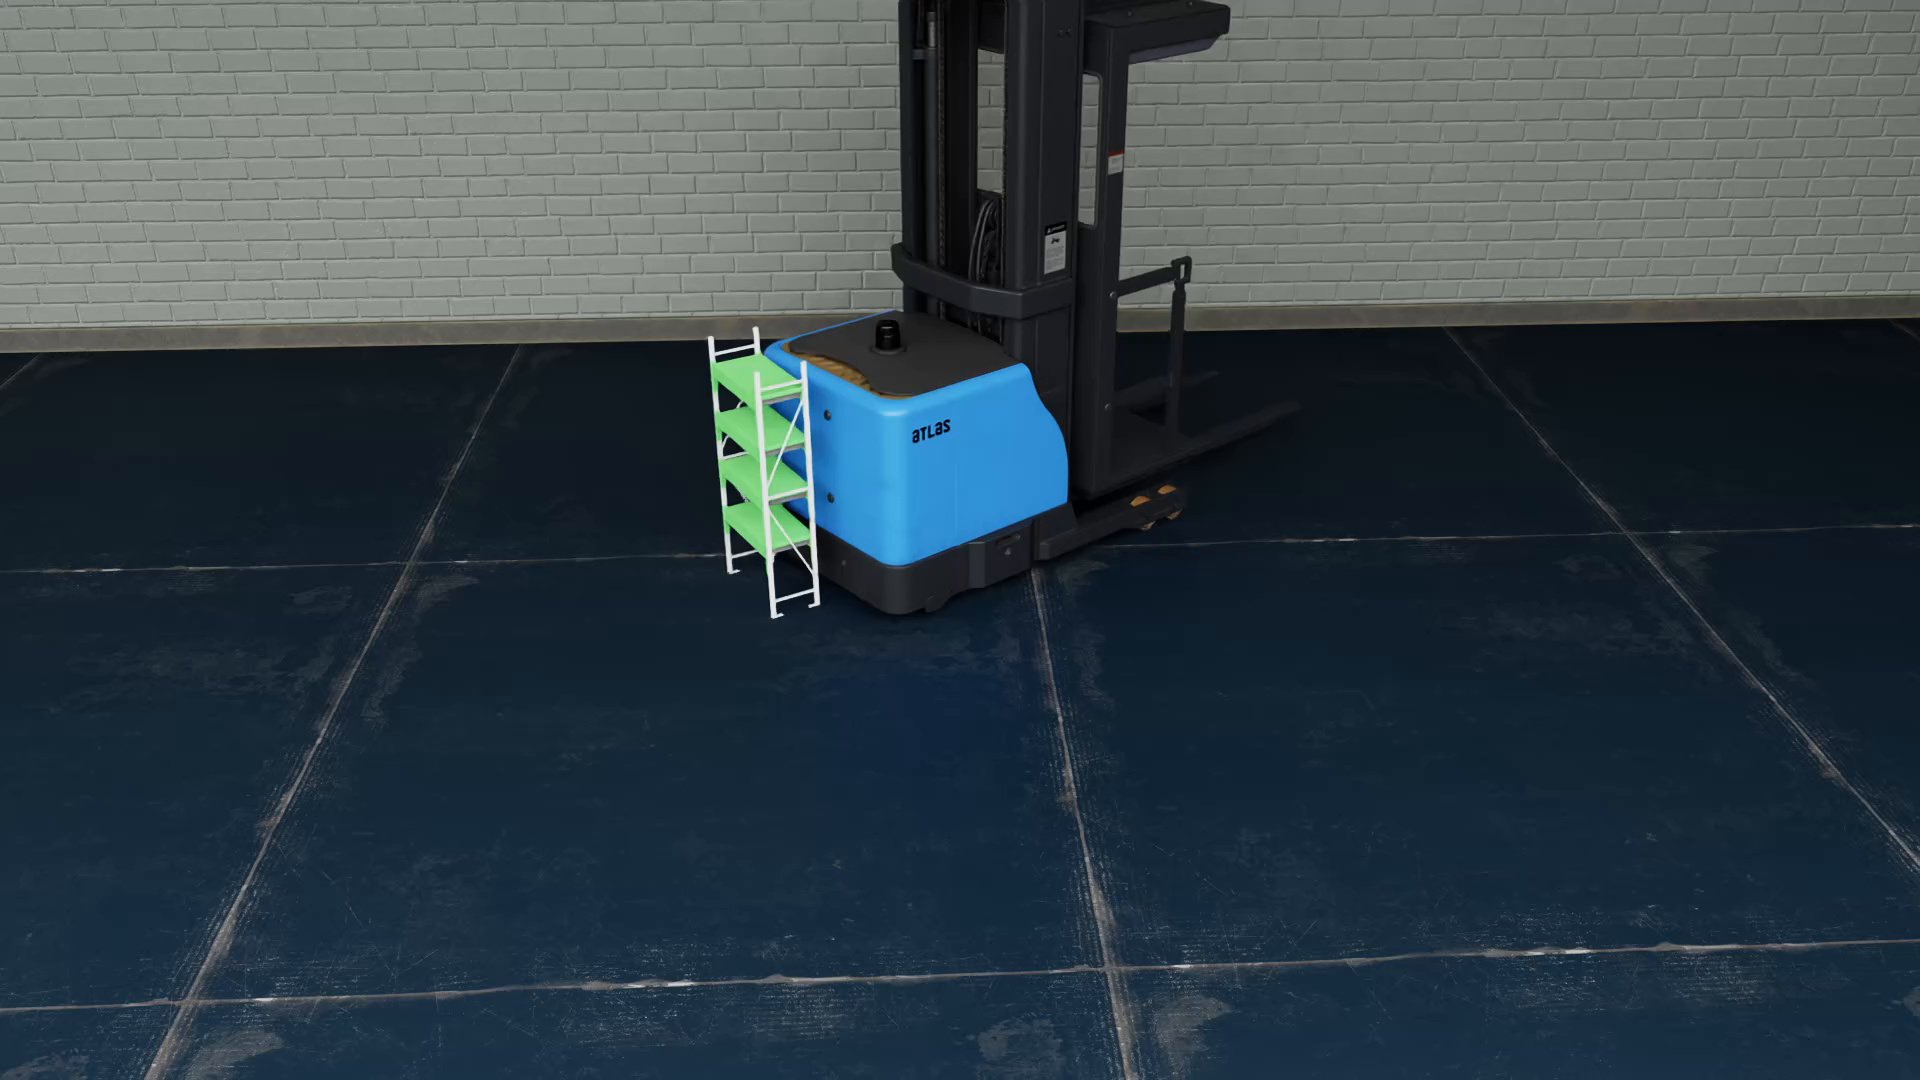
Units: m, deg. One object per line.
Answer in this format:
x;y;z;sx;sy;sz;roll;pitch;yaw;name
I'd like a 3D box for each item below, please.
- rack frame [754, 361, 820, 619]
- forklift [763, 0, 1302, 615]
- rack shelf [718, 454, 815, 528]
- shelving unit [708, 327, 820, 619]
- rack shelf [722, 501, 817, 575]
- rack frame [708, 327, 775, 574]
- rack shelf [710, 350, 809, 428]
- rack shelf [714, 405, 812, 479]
-0.759;-0.204;7.341;0.240;1.200;0.015;-16;32;-27;rack frame
0.526;-1.518;7.991;3.031;2.935;1.130;-21;34;-35;forklift
-0.883;-0.244;7.556;0.258;0.148;0.480;-16;32;-27;rack shelf
-0.884;-0.301;7.526;0.258;1.200;0.503;-16;32;-27;shelving unit
-0.881;-0.032;7.668;0.258;0.148;0.480;-16;32;-27;rack shelf
-1.009;-0.398;7.712;0.240;1.200;0.015;-16;32;-27;rack frame
-0.887;-0.669;7.332;0.258;0.148;0.480;-16;32;-27;rack shelf
-0.885;-0.457;7.444;0.258;0.148;0.480;-16;32;-27;rack shelf
